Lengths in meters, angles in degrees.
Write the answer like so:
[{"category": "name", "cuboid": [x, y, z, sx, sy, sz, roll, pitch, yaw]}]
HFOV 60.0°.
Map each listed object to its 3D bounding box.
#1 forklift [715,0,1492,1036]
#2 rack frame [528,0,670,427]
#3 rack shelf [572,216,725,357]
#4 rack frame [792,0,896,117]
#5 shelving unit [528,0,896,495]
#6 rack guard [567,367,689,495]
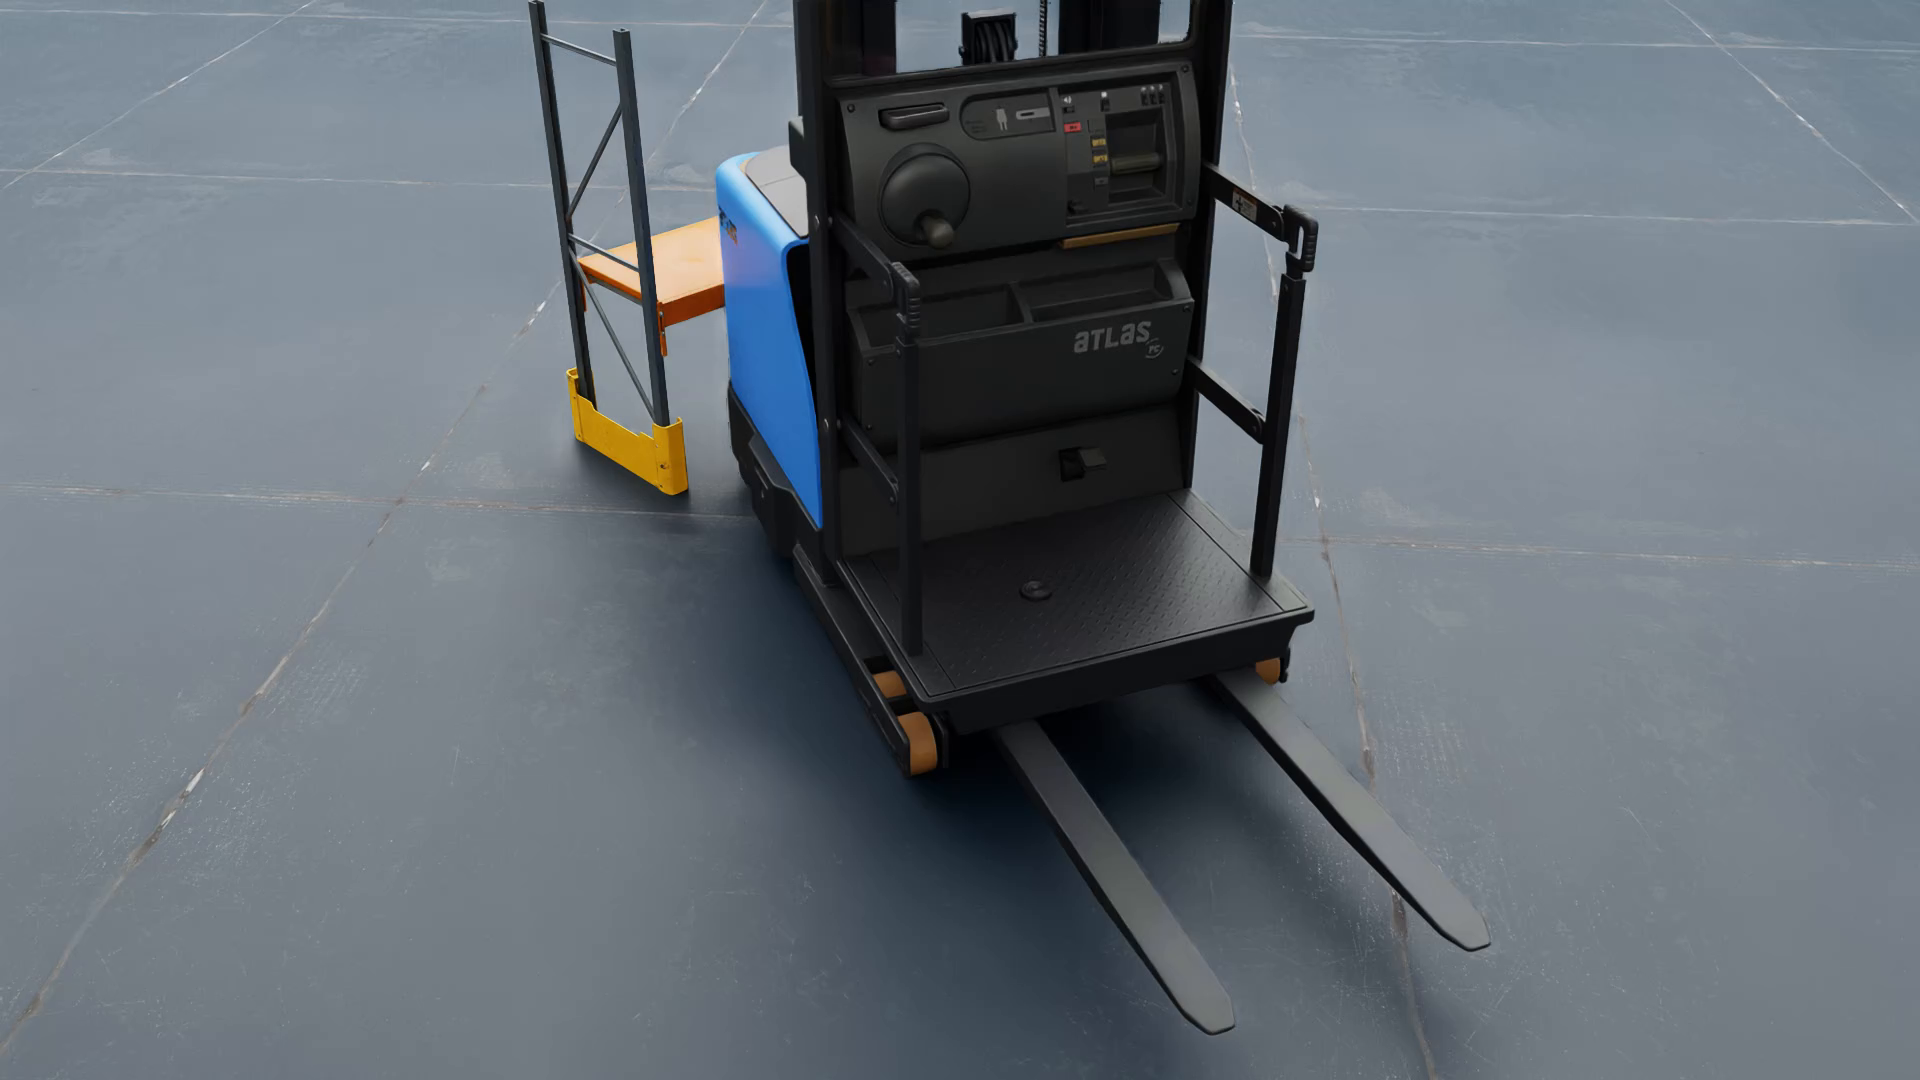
[{"category": "forklift", "cuboid": [0.243, -0.893, 3.905, 1.130, 2.935, 3.031, -12, 34, -18]}, {"category": "rack frame", "cuboid": [-1.128, -0.908, 5.294, 0.032, 1.500, 0.500, -27, 41, -36]}, {"category": "rack shelf", "cuboid": [-0.761, -0.939, 5.688, 1.000, 0.185, 0.538, -27, 41, -36]}, {"category": "rack frame", "cuboid": [-0.395, -1.277, 5.893, 0.032, 1.500, 0.500, -27, 41, -36]}, {"category": "shelving unit", "cuboid": [-0.768, -1.089, 5.588, 1.083, 1.500, 0.587, -27, 41, -36]}, {"category": "rack guard", "cuboid": [-1.127, -0.376, 5.622, 0.087, 0.250, 0.587, -27, 41, -36]}]
